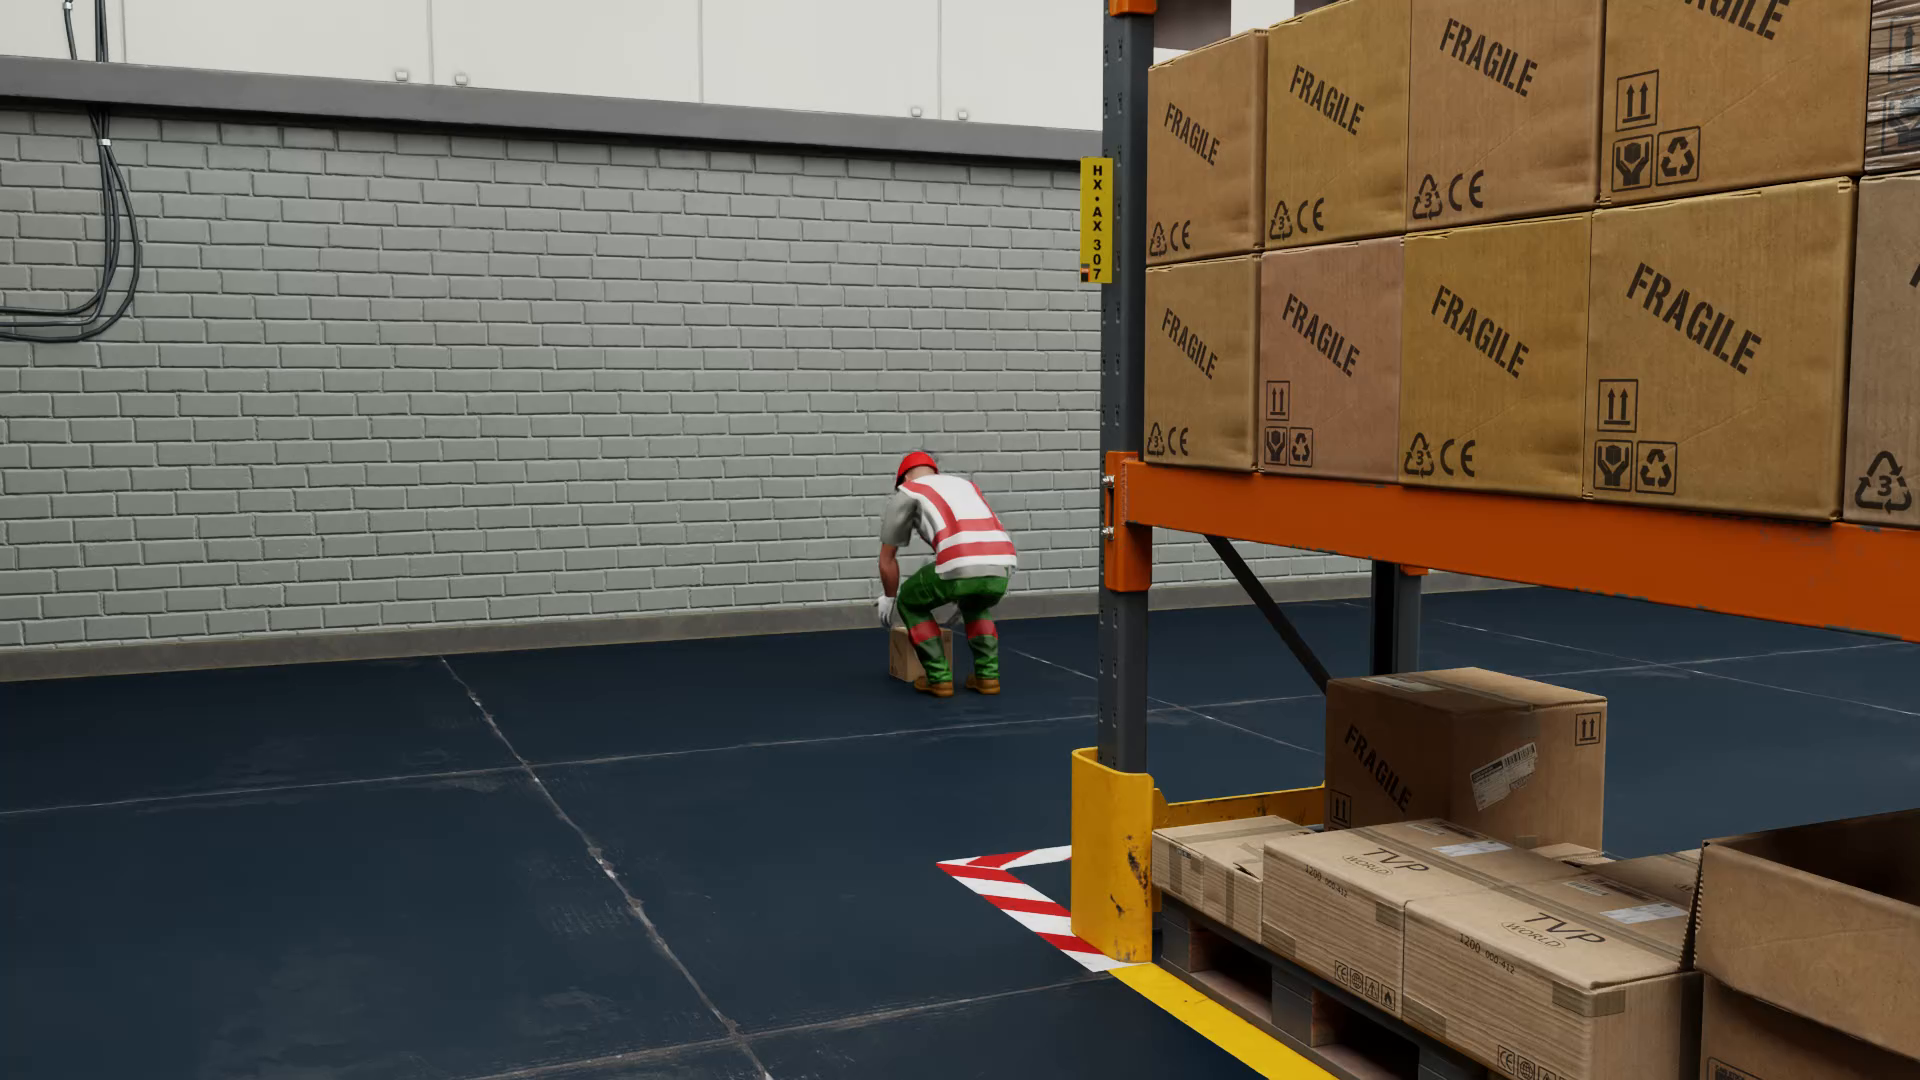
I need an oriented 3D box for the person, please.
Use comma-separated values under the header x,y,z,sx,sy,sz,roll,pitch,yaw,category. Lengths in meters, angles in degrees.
x,y,z,sx,sy,sz,roll,pitch,yaw,category
-0.078,0.161,8.183,0.584,1.172,0.852,-2,6,-24,person
